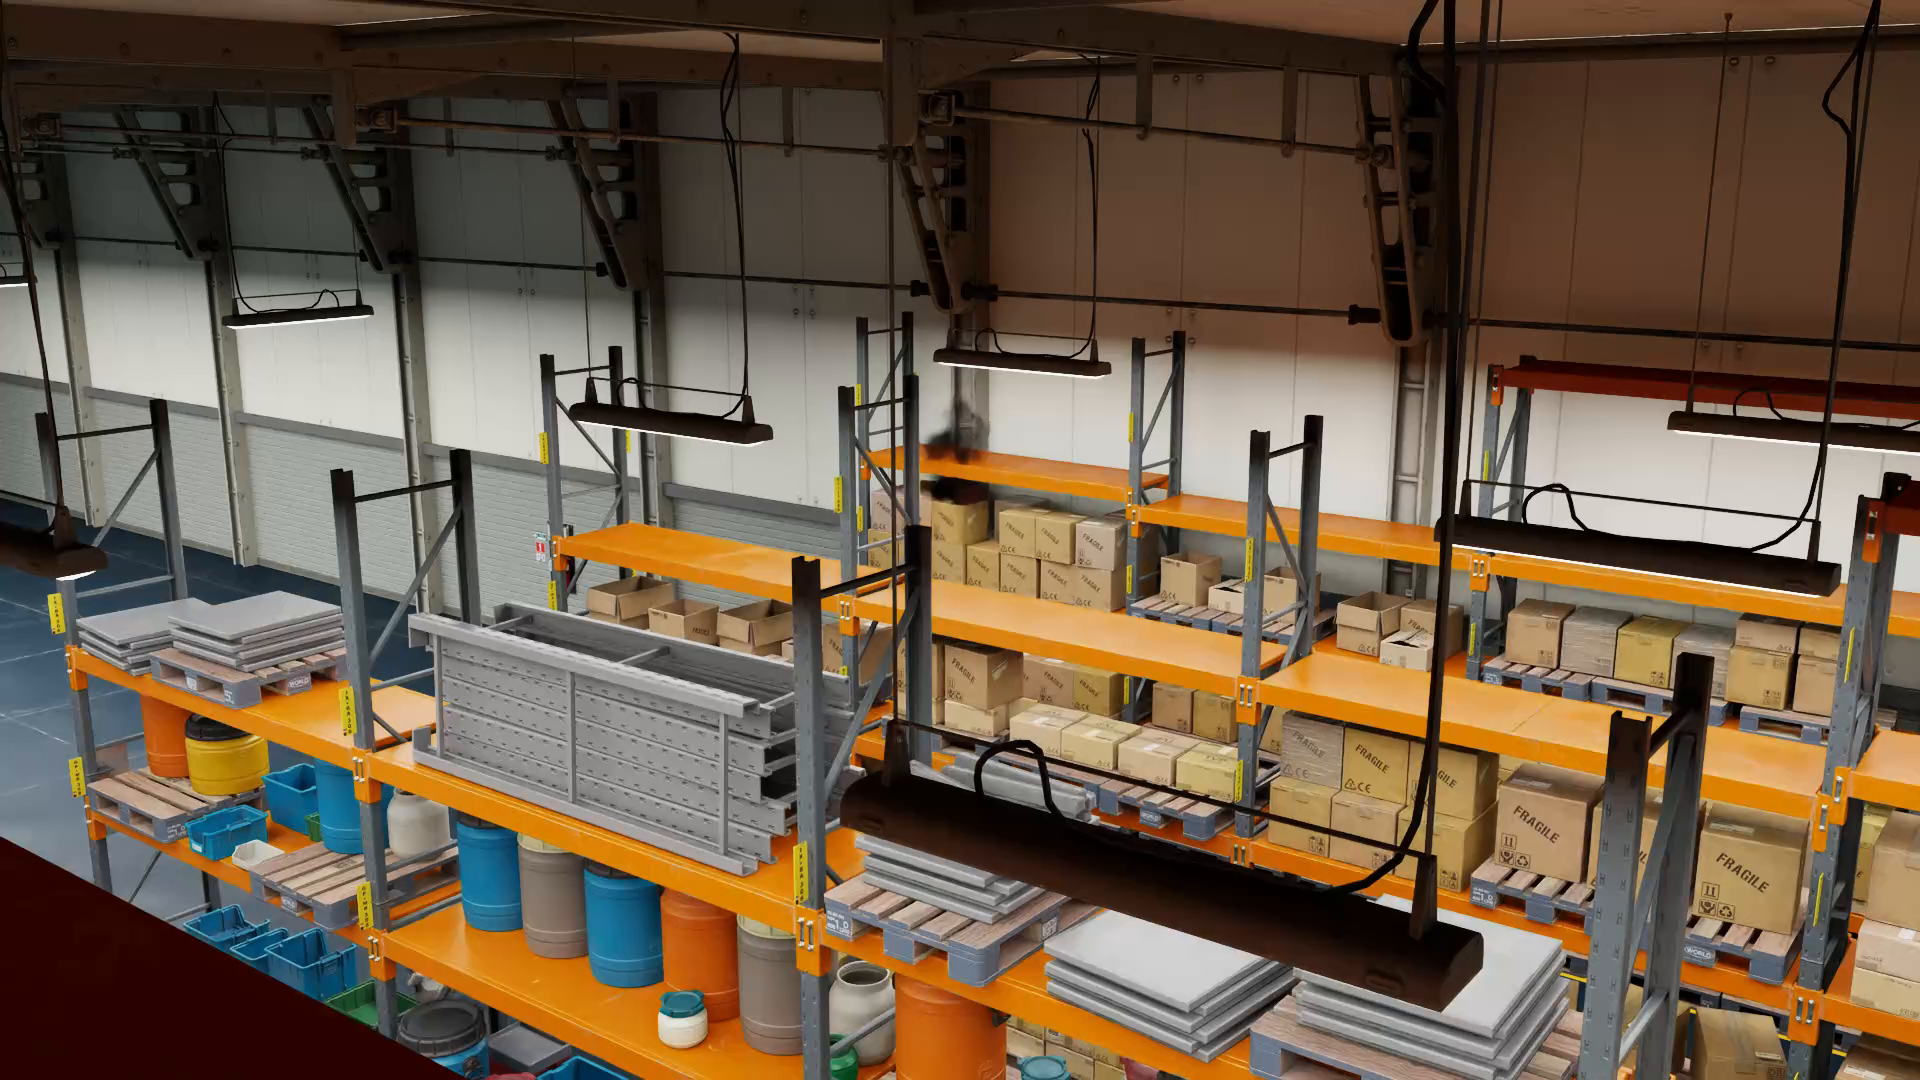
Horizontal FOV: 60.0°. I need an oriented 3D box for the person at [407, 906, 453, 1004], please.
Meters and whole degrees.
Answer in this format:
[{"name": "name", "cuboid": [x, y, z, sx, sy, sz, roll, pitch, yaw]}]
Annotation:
[{"name": "person", "cuboid": [-4.666, 3.918, 14.716, 0.548, 1.649, 0.611, 7, 15, 28]}]
